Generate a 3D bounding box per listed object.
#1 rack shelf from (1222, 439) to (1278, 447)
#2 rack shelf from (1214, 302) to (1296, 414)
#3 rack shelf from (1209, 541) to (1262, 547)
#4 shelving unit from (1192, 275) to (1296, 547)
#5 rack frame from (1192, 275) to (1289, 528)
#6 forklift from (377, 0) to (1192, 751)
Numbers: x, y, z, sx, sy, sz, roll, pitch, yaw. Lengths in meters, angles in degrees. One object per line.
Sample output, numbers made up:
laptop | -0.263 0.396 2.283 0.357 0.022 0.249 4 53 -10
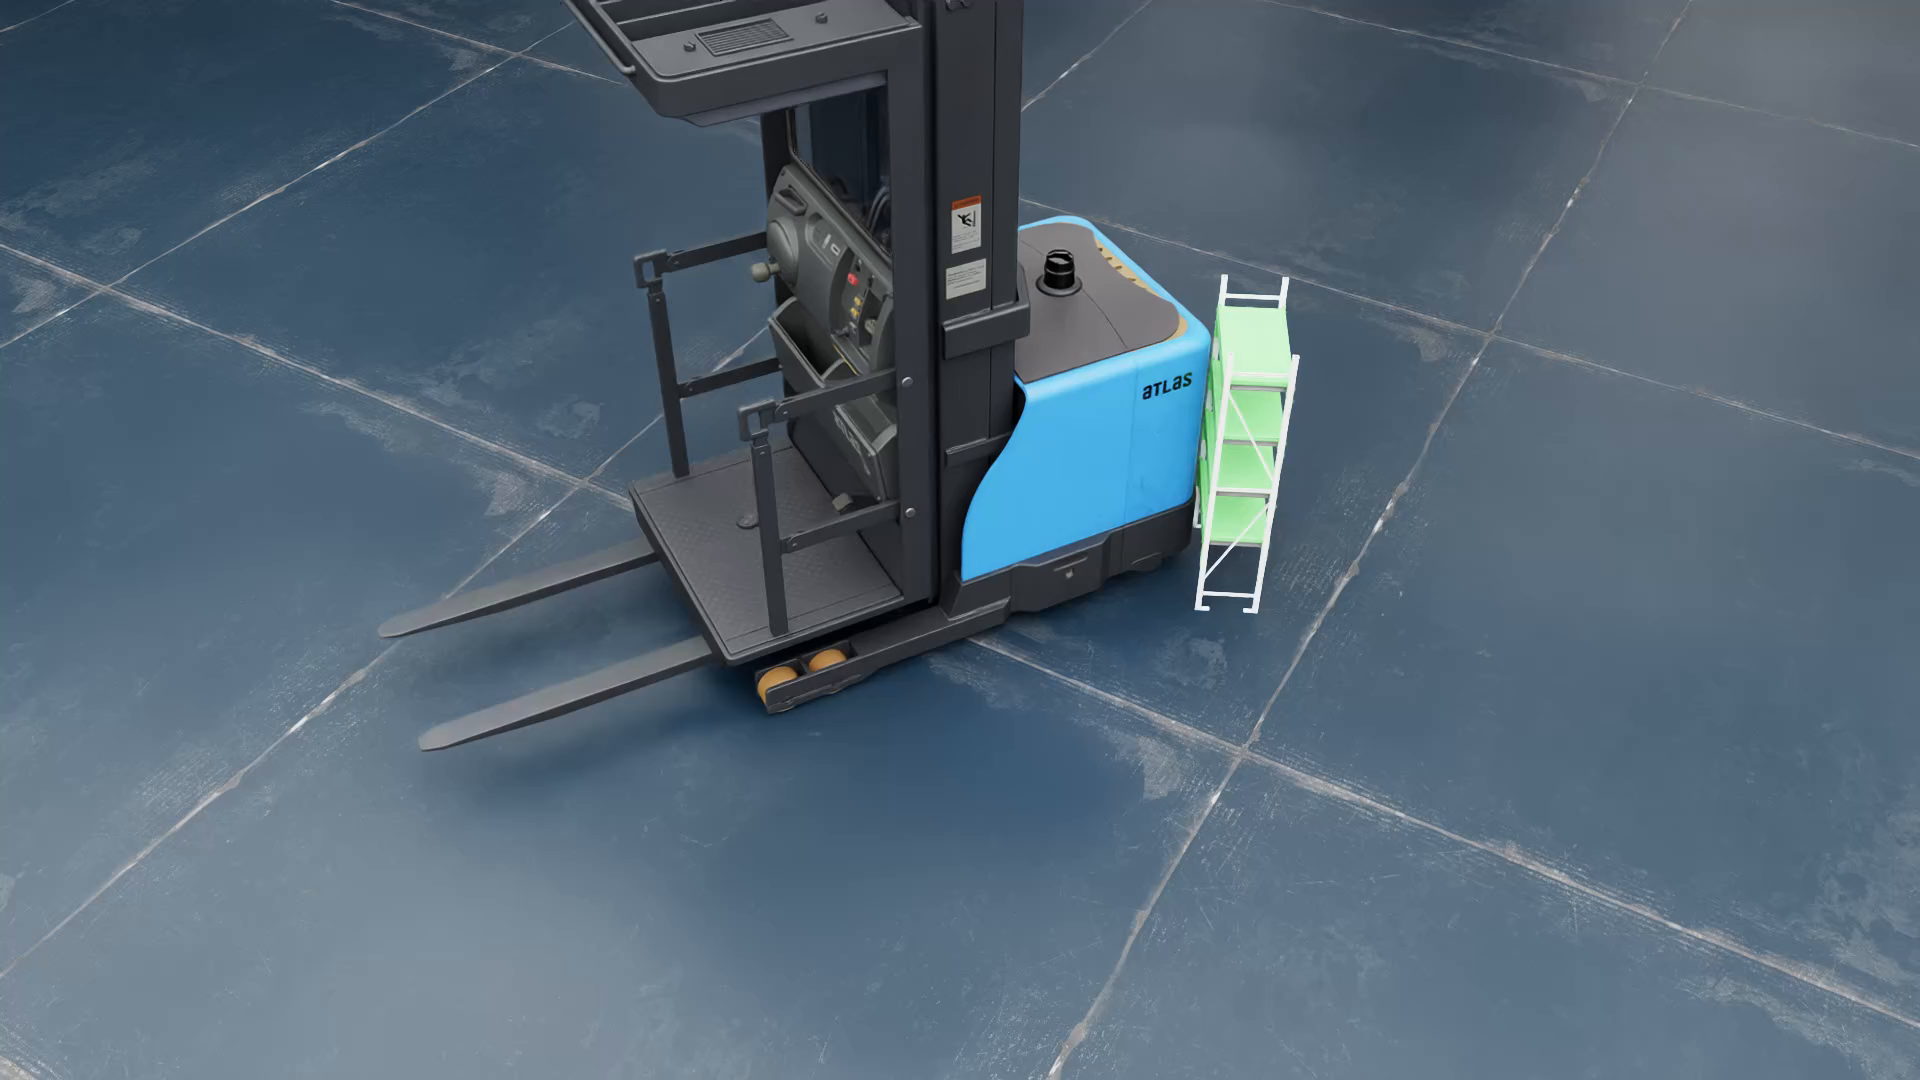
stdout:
rack shelf | 1.050 -0.493 6.092 0.199 0.029 0.442 3 41 3
rack shelf | 1.050 -0.652 5.953 0.258 0.148 0.480 3 41 3
rack shelf | 1.050 -0.133 6.409 0.199 0.029 0.442 3 41 3
shelving unit | 1.050 -0.343 6.232 0.258 1.200 0.492 3 41 3
rack frame | 1.068 -0.500 6.410 0.240 1.200 0.015 3 41 3
forklift | -0.628 -0.880 5.531 3.031 2.935 1.121 -19 45 -20
